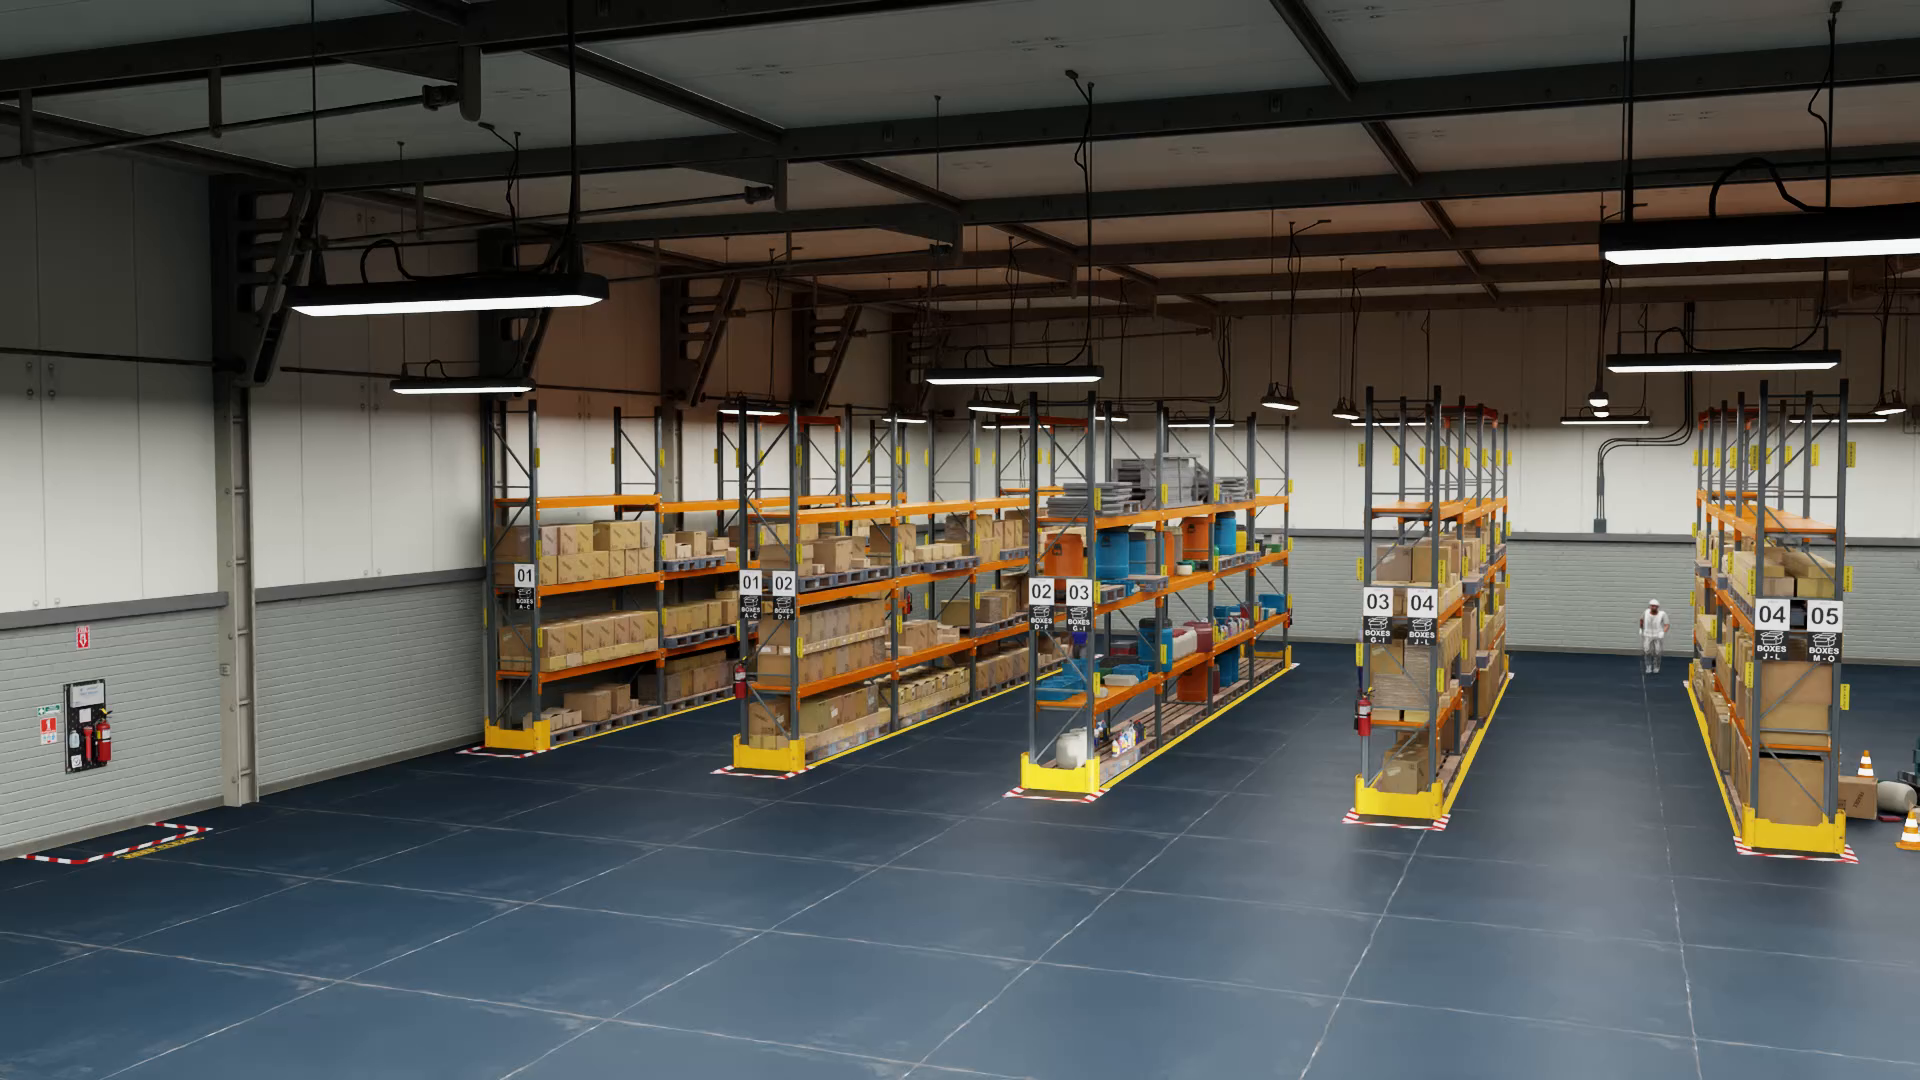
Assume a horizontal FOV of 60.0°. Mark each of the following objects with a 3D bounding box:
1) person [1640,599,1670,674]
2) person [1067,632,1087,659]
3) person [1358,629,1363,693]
[{"bbox_3d":[16.101,2.254,38.554,0.656,1.765,0.795,1,3,25],"label":"person"},{"bbox_3d":[2.634,2.392,36.322,0.484,1.591,1.045,1,3,20],"label":"person"},{"bbox_3d":[8.737,2.432,35.561,0.487,1.602,0.838,1,3,19],"label":"person"}]
